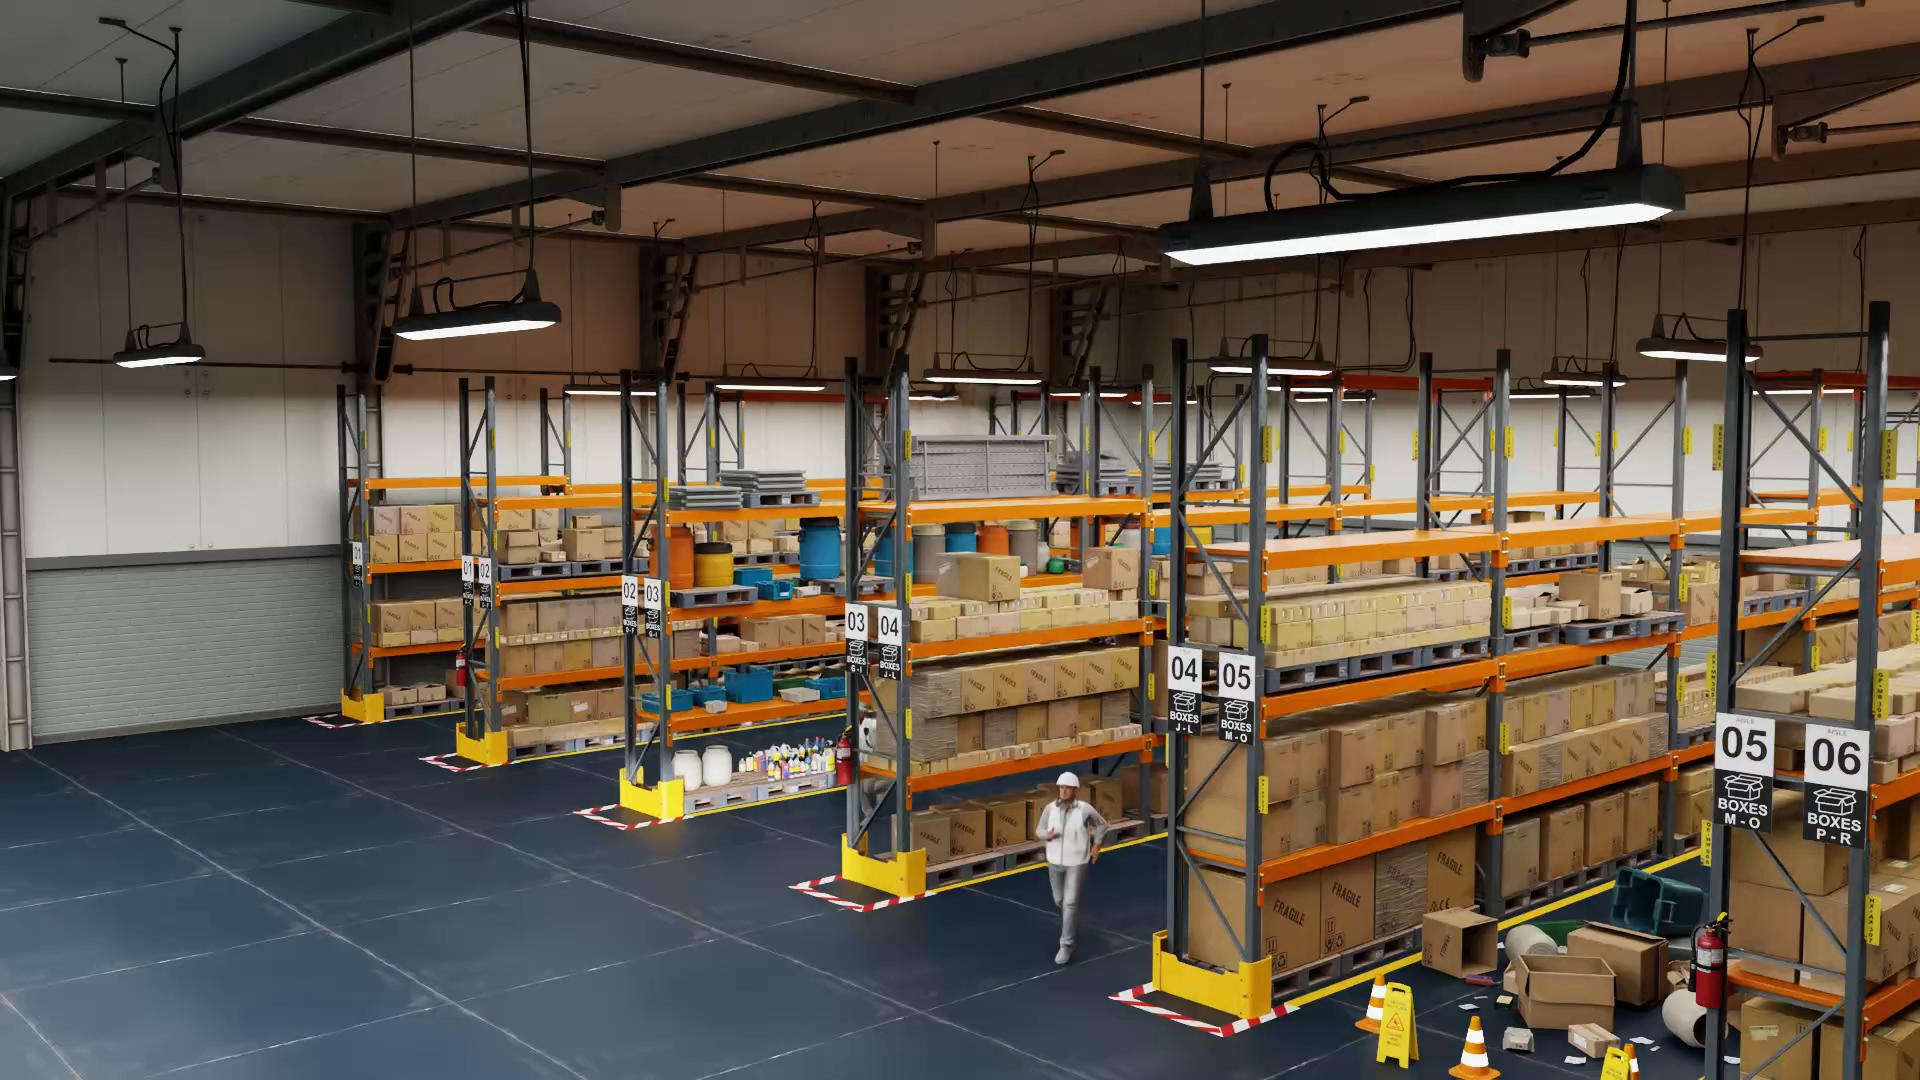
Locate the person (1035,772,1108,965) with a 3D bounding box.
[{"bbox_3d":[1.077,3.180,16.454,0.657,1.778,0.958,2,4,25],"label":"person"}]

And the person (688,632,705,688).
[{"bbox_3d":[-5.102,2.279,31.364,0.579,1.648,0.643,3,5,40],"label":"person"}]

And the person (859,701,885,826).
[{"bbox_3d":[-1.219,2.927,21.940,0.609,1.651,0.647,2,4,25],"label":"person"}]
